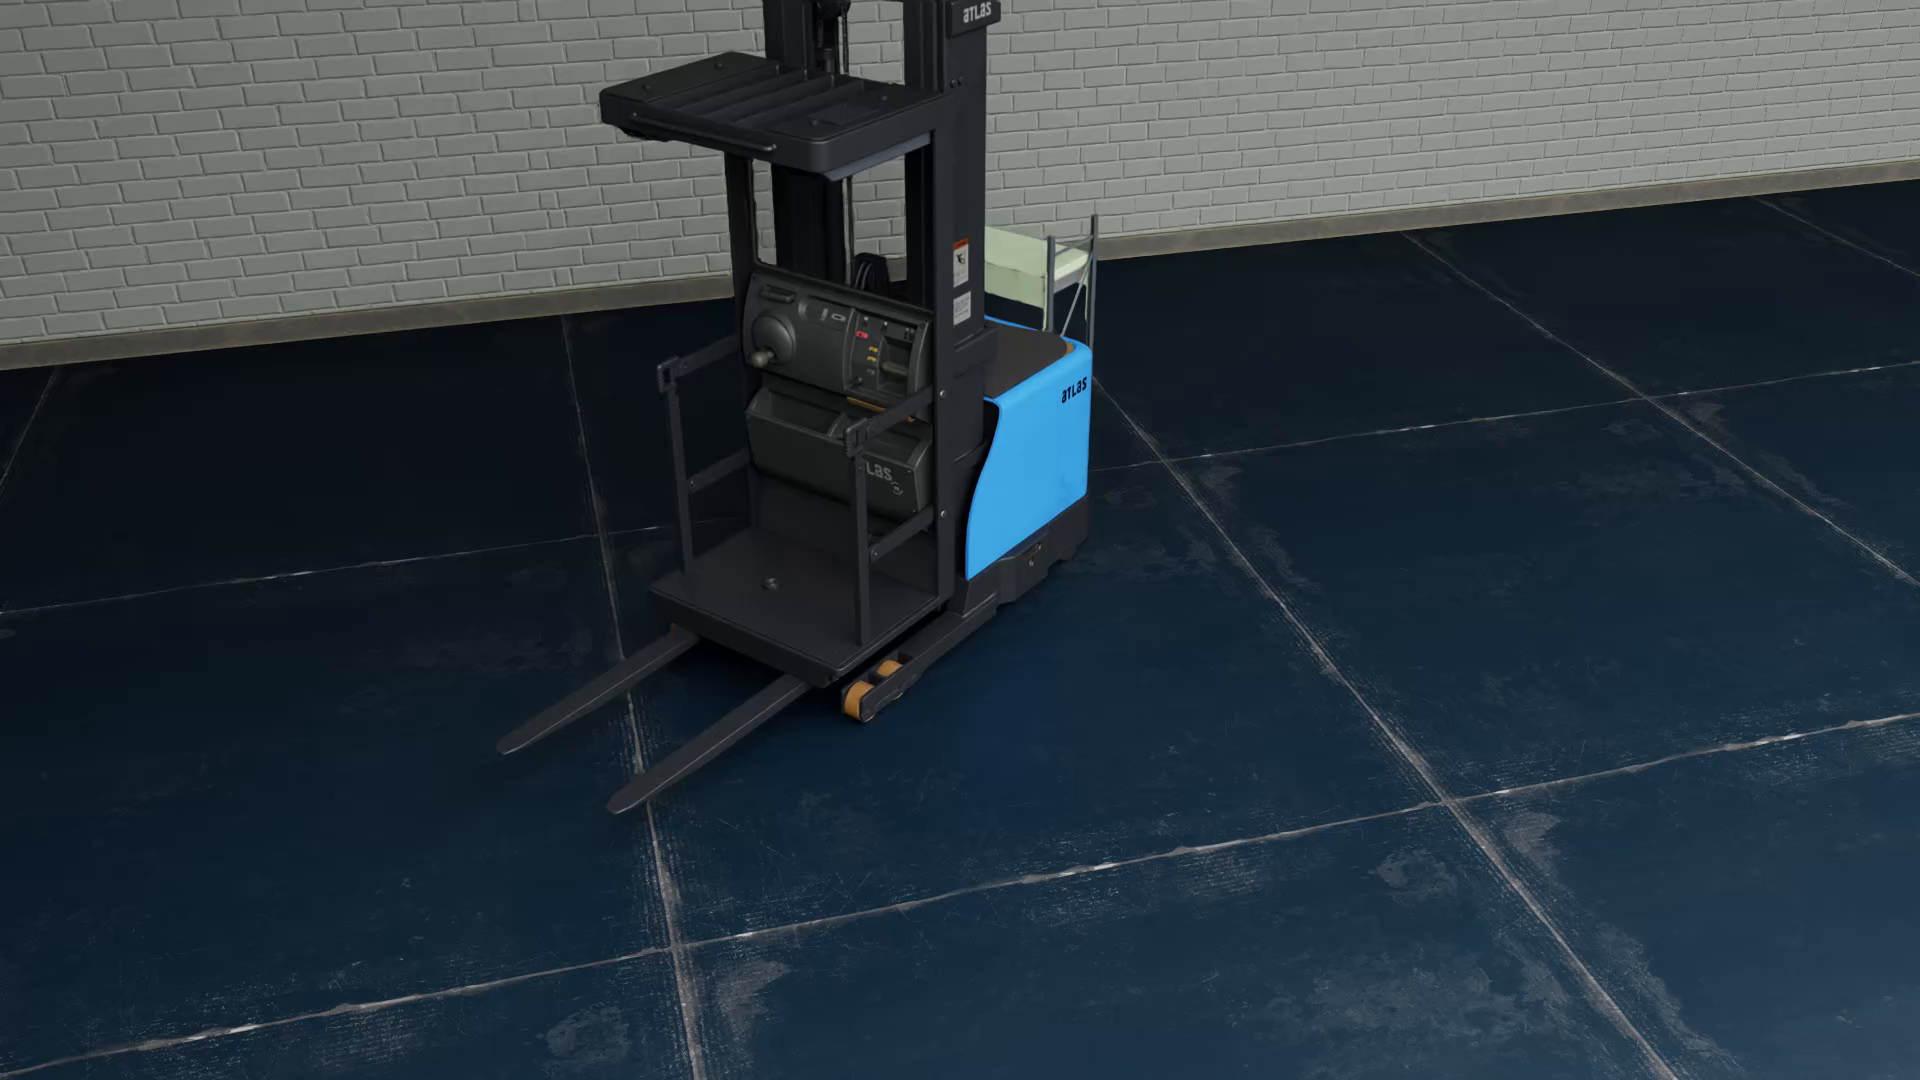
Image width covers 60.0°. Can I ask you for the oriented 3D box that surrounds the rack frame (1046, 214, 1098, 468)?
[{"bbox_3d":[0.533,-0.831,8.188,0.023,1.500,0.400,21,36,31],"label":"rack frame"}]

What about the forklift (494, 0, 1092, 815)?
[{"bbox_3d":[-0.643,-0.787,6.684,1.130,2.935,3.031,20,36,30],"label":"forklift"}]

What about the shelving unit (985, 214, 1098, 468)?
[{"bbox_3d":[0.241,-0.941,8.379,0.755,1.500,0.431,21,36,31],"label":"shelving unit"}]

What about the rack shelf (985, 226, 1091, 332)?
[{"bbox_3d":[0.241,-1.279,8.183,0.720,0.370,0.431,21,36,31],"label":"rack shelf"}]
